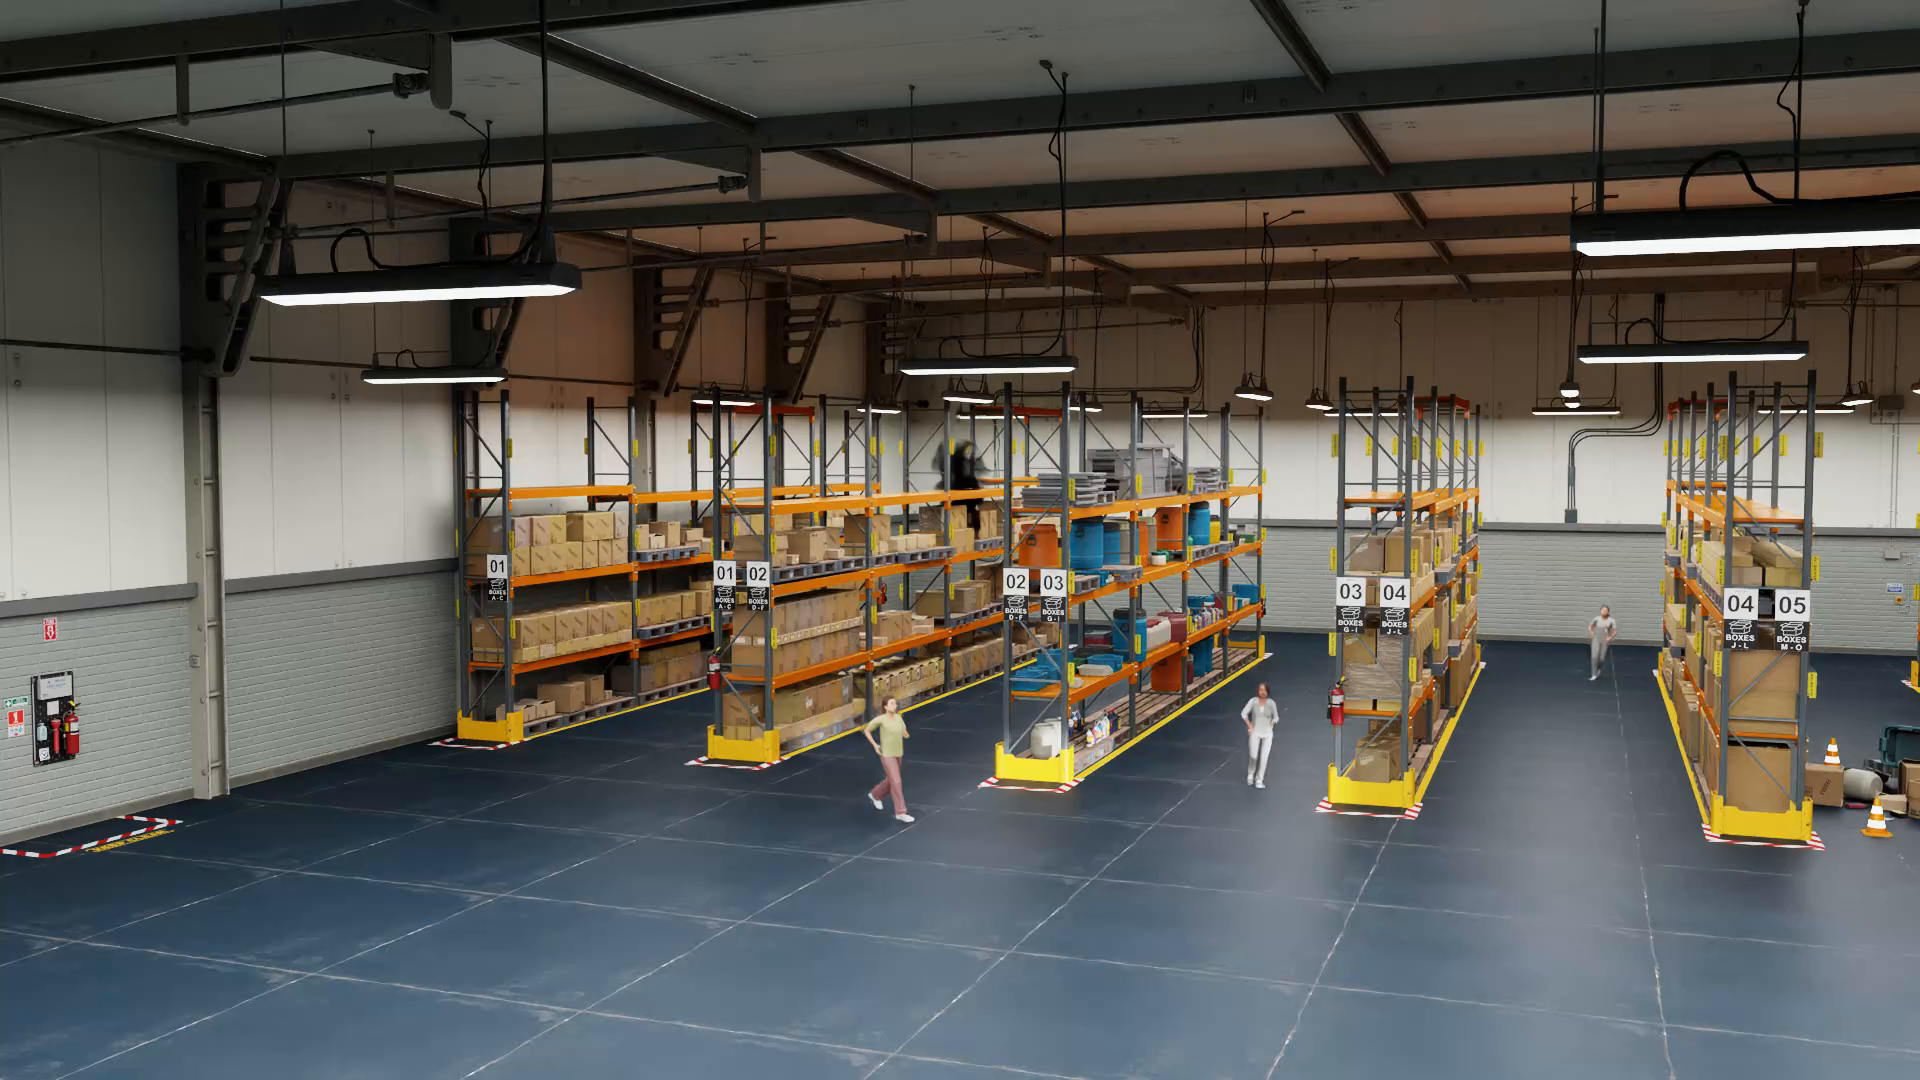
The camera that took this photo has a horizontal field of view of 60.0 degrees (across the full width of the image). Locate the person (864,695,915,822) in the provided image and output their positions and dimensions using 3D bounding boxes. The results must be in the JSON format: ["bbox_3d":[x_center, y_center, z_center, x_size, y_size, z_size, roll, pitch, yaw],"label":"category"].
[{"bbox_3d":[-0.936,2.910,22.407,0.968,1.648,0.577,3,4,44],"label":"person"}]

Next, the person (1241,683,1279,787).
[{"bbox_3d":[4.410,2.875,24.392,0.537,1.555,0.562,0,3,6],"label":"person"}]

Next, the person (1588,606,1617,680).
[{"bbox_3d":[13.921,2.224,36.047,0.594,1.624,0.621,2,4,29],"label":"person"}]
